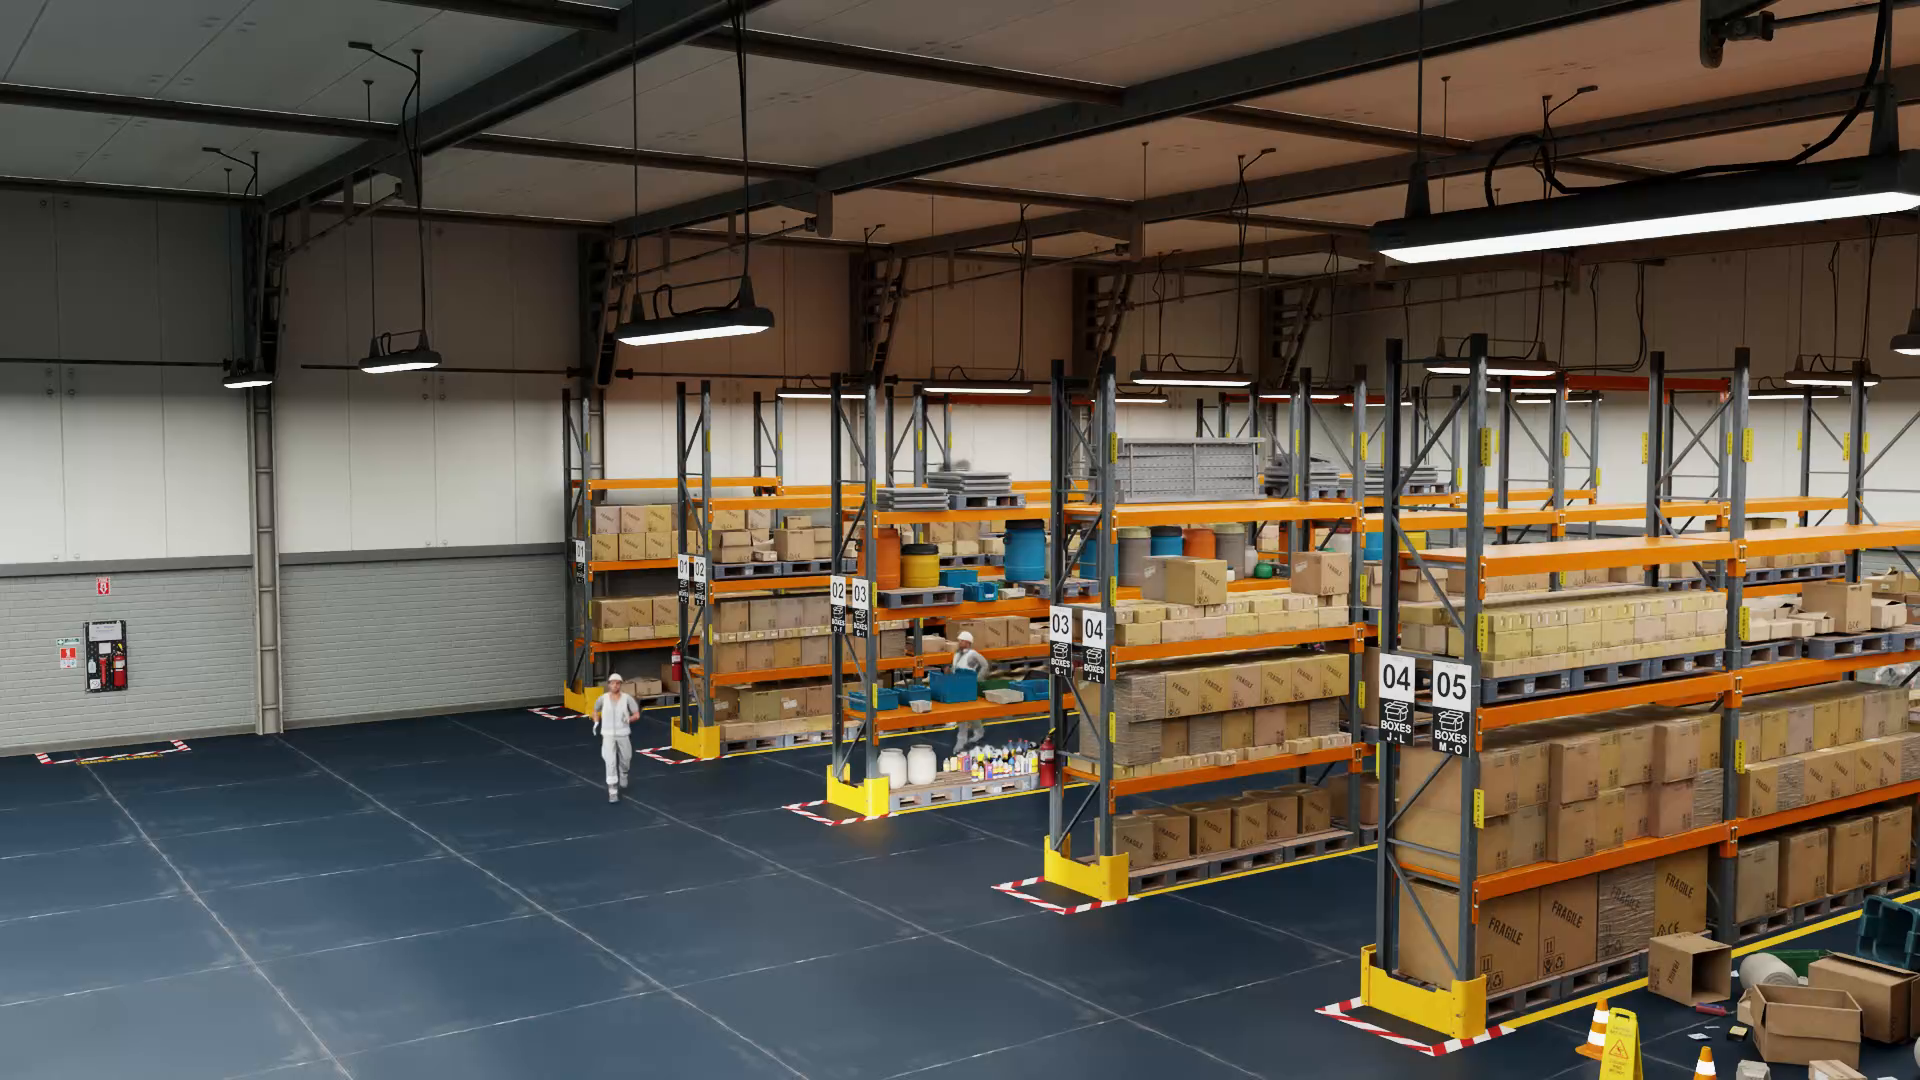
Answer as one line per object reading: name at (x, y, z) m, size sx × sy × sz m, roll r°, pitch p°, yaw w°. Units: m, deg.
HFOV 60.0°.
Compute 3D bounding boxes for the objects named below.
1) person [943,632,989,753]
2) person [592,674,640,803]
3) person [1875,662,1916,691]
person at (0.084, 2.377, 26.159) m, size 0.769 × 1.878 × 0.638 m, roll -2°, pitch 4°, yaw -32°
person at (-4.857, 2.767, 23.473) m, size 0.668 × 1.767 × 0.939 m, roll -1°, pitch 4°, yaw -10°
person at (15.596, 2.595, 27.645) m, size 0.613 × 1.626 × 0.745 m, roll 0°, pitch 4°, yaw -6°
